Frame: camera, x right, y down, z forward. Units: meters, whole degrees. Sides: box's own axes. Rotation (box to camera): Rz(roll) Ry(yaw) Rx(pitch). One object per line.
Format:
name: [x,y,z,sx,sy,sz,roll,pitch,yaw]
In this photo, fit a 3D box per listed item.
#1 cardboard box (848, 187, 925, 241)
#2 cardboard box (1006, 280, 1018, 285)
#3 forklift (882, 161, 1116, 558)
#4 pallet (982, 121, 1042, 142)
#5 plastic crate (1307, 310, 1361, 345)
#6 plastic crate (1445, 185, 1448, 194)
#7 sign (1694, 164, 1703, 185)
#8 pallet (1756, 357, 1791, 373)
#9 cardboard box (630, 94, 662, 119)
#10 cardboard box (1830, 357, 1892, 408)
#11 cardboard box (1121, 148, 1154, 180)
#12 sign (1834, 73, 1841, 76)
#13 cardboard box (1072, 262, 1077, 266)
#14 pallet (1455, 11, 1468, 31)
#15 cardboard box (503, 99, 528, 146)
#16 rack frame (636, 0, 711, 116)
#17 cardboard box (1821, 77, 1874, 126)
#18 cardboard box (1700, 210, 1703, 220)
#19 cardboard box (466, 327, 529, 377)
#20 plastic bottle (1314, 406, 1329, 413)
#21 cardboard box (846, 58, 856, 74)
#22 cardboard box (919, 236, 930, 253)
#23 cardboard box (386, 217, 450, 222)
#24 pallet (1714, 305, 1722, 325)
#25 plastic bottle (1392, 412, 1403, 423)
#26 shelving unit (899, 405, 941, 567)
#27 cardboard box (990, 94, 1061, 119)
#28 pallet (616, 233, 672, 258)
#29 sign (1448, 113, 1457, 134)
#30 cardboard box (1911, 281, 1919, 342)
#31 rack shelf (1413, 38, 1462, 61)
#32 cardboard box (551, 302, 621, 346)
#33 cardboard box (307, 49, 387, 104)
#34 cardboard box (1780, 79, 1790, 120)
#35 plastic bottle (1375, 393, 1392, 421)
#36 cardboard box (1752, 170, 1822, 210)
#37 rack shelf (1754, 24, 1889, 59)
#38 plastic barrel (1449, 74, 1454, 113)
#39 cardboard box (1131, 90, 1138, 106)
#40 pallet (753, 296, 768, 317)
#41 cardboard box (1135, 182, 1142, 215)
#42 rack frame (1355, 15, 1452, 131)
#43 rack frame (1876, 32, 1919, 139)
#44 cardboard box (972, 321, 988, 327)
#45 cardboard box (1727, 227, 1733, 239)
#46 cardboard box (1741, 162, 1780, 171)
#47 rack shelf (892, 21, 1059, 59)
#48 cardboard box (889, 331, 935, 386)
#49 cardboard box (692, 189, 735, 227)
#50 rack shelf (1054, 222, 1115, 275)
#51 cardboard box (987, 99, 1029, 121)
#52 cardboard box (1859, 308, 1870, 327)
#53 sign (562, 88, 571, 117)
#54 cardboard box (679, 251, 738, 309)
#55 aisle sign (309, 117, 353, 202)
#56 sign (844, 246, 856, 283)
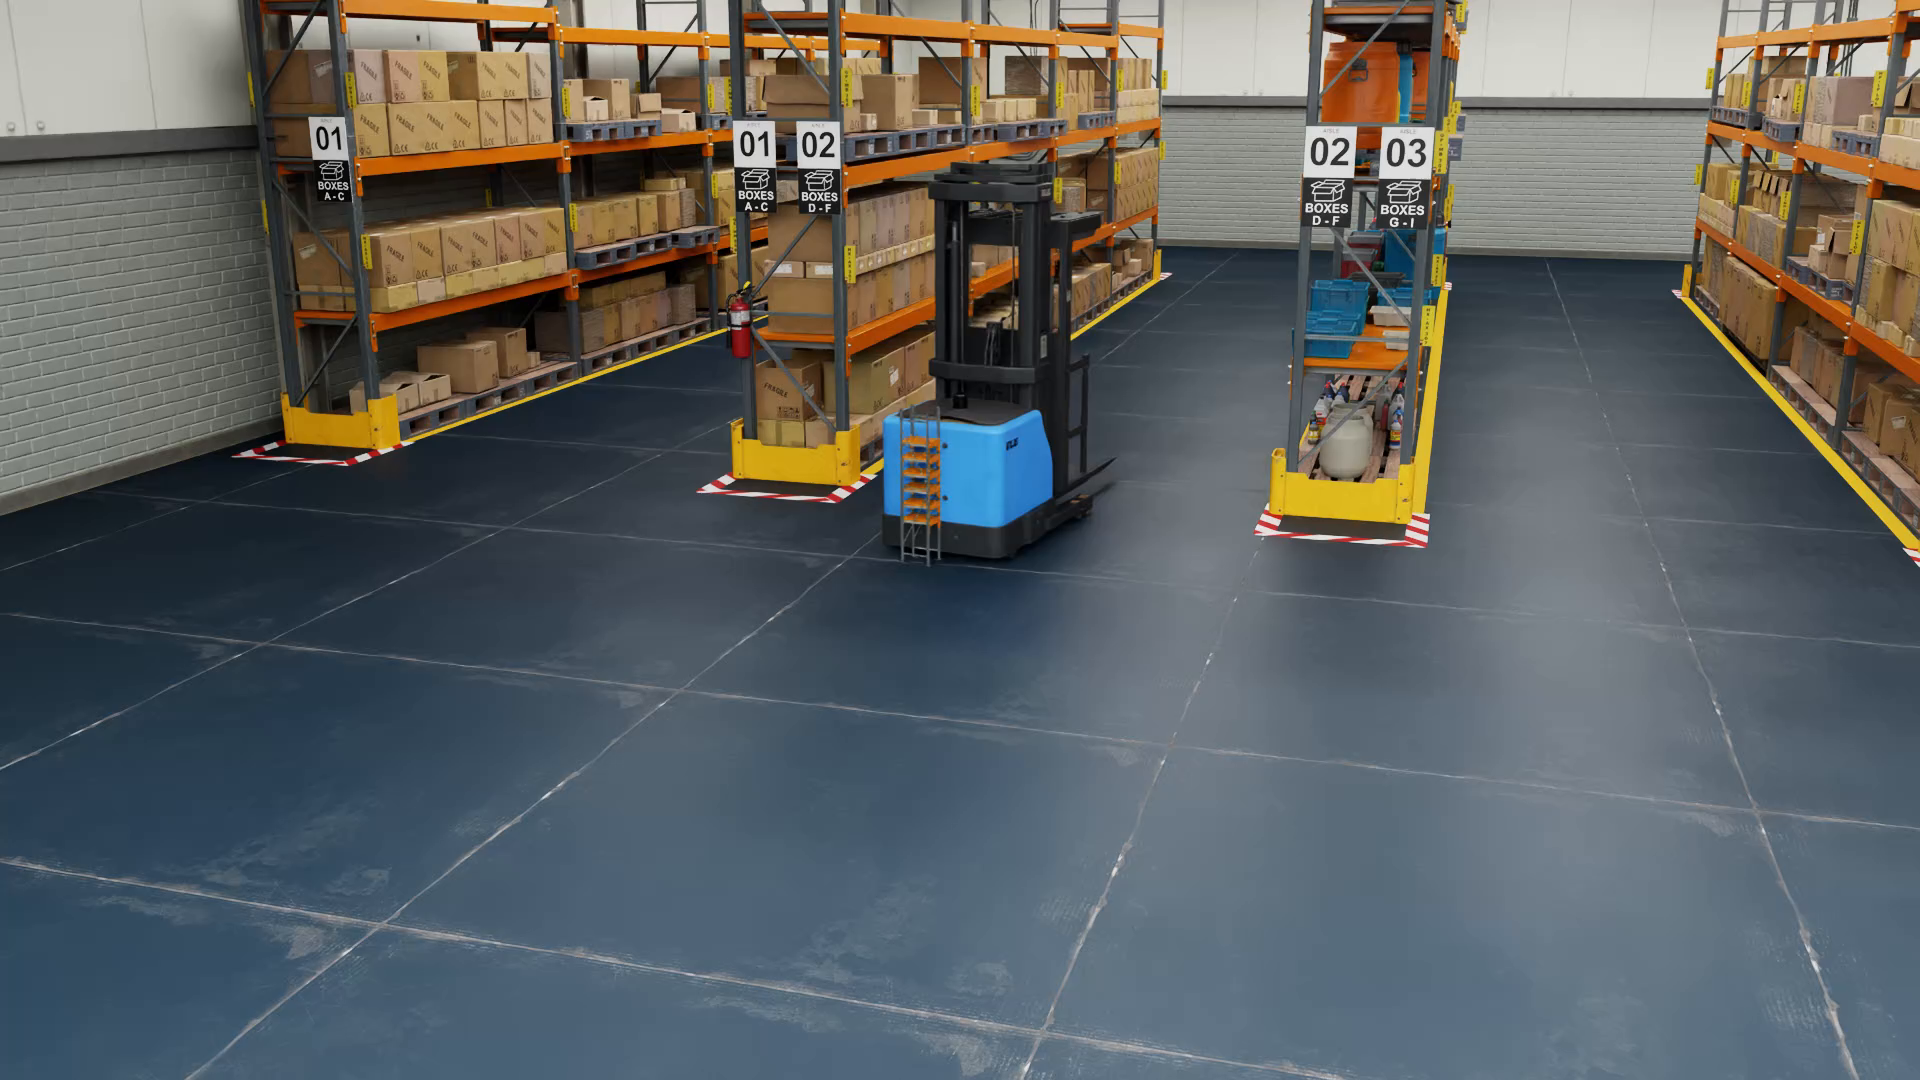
cardboard box: [-0.771,-3.363,17.128,0.700,0.500,0.500,5,16,16]
cardboard box: [0.824,-3.765,23.506,0.500,0.250,0.500,5,17,18]
forklift: [0.479,-1.626,13.691,1.130,2.935,3.031,7,17,24]
pallet: [0.349,-4.992,20.281,1.003,0.211,1.213,5,17,18]
plastic crate: [3.291,-1.891,14.772,0.499,0.251,0.408,5,16,16]
plastic crate: [7.877,-5.769,27.996,0.616,0.435,0.499,5,16,16]
sign: [12.011,-5.940,27.043,0.100,0.325,0.005,5,16,16]
pallet: [10.564,-2.207,20.723,1.003,0.211,1.213,5,16,16]
cardboard box: [-4.436,-5.671,22.102,0.797,0.503,0.637,7,17,24]
cardboard box: [9.480,-1.593,17.223,0.700,0.500,0.500,5,16,16]
cardboard box: [3.039,-6.469,28.625,0.500,0.500,0.500,5,17,17]
sign: [11.928,-6.198,22.663,0.100,0.325,0.005,5,16,16]
cardboard box: [1.537,-4.065,25.939,0.500,0.500,0.500,4,16,13]
pallet: [5.754,-6.521,20.909,1.213,0.211,1.003,5,16,16]
cardboard box: [-5.178,-4.672,18.587,0.500,0.500,0.500,3,16,11]
rack frame: [-3.979,-7.386,22.880,1.000,3.000,0.127,5,16,16]
cardboard box: [9.604,-4.712,17.849,0.500,0.500,0.500,4,16,14]
cardboard box: [12.053,-5.186,26.575,0.380,0.149,0.250,4,16,15]
cardboard box: [-5.373,-2.188,19.322,0.500,0.500,0.500,3,16,12]
plastic bottle: [3.485,-1.155,16.089,0.152,0.276,0.135,4,16,14]
cardboard box: [-2.096,-7.958,28.340,0.500,0.500,0.500,5,17,16]
cardboard box: [-0.528,-3.077,17.309,0.380,0.149,0.250,5,16,16]
cardboard box: [-5.884,-3.244,18.132,0.500,0.500,0.500,5,17,17]
pallet: [11.696,-3.246,24.386,1.003,0.211,1.213,5,16,16]
plastic bottle: [4.157,-1.078,15.827,0.097,0.271,0.097,0,16,0]
shelving unit: [-0.300,-0.406,12.564,0.258,1.200,0.189,7,17,24]
cardboard box: [0.863,-5.725,22.336,0.910,0.500,0.500,5,16,16]
pallet: [-4.502,-3.887,21.888,1.003,0.211,1.213,5,16,16]
sign: [6.049,-5.084,20.451,0.100,0.325,0.005,5,16,16]
cardboard box: [8.388,-1.856,13.646,0.875,0.500,0.500,5,16,16]
rack shelf: [7.224,-7.649,25.858,1.077,0.370,4.000,5,16,16]
cardboard box: [-4.824,-2.796,21.464,0.700,0.500,0.500,4,16,15]
cardboard box: [-5.910,-4.471,16.046,0.500,0.500,0.500,3,16,12]
cardboard box: [10.828,-5.579,21.045,0.797,0.503,0.637,4,16,15]
plastic bottle: [4.272,-1.351,16.780,0.152,0.276,0.135,5,16,16]
cardboard box: [11.231,-4.757,22.584,0.797,0.503,0.637,4,16,14]
rack shelf: [10.836,-6.219,20.815,1.077,0.370,4.000,5,16,16]
plastic barrel: [6.591,-6.260,23.290,0.600,0.588,0.600,0,16,0]
cardboard box: [2.578,-7.144,26.881,0.500,0.250,0.500,5,16,16]
pallet: [-3.334,-3.677,25.907,1.003,0.211,1.213,5,16,16]
cardboard box: [2.744,-5.722,27.823,0.500,0.500,0.500,4,16,15]
rack frame: [4.383,-5.572,16.482,1.000,3.000,0.127,5,16,16]
rack frame: [9.131,-5.188,15.128,1.000,3.000,0.127,5,16,16]
cardboard box: [0.138,-2.439,19.673,0.500,0.311,0.500,4,16,15]
cardboard box: [11.177,-4.379,23.731,0.380,0.149,0.250,5,17,16]
cardboard box: [12.655,-5.725,26.371,0.500,0.500,0.500,5,17,17]
rack shelf: [0.203,-5.942,19.837,1.077,0.370,4.000,5,16,16]
cardboard box: [-0.579,-1.911,17.466,0.500,0.500,0.500,5,16,16]
cardboard box: [-3.596,-4.808,24.020,0.500,0.500,0.500,5,17,18]
rack shelf: [1.340,-4.294,24.291,1.077,0.370,4.000,5,16,16]
cardboard box: [0.565,-5.428,20.979,0.500,0.250,0.500,5,17,17]
cardboard box: [8.698,-2.083,15.638,0.380,0.149,0.250,5,16,16]
sign: [-4.593,-5.106,19.388,0.100,0.325,0.005,5,16,16]
cardboard box: [-3.644,-3.850,24.577,0.750,0.750,0.750,4,16,15]
aisle sign: [-5.985,-3.616,15.816,0.394,0.787,0.004,5,16,16]
sign: [-0.972,-2.434,14.682,0.100,0.325,0.005,5,16,16]
